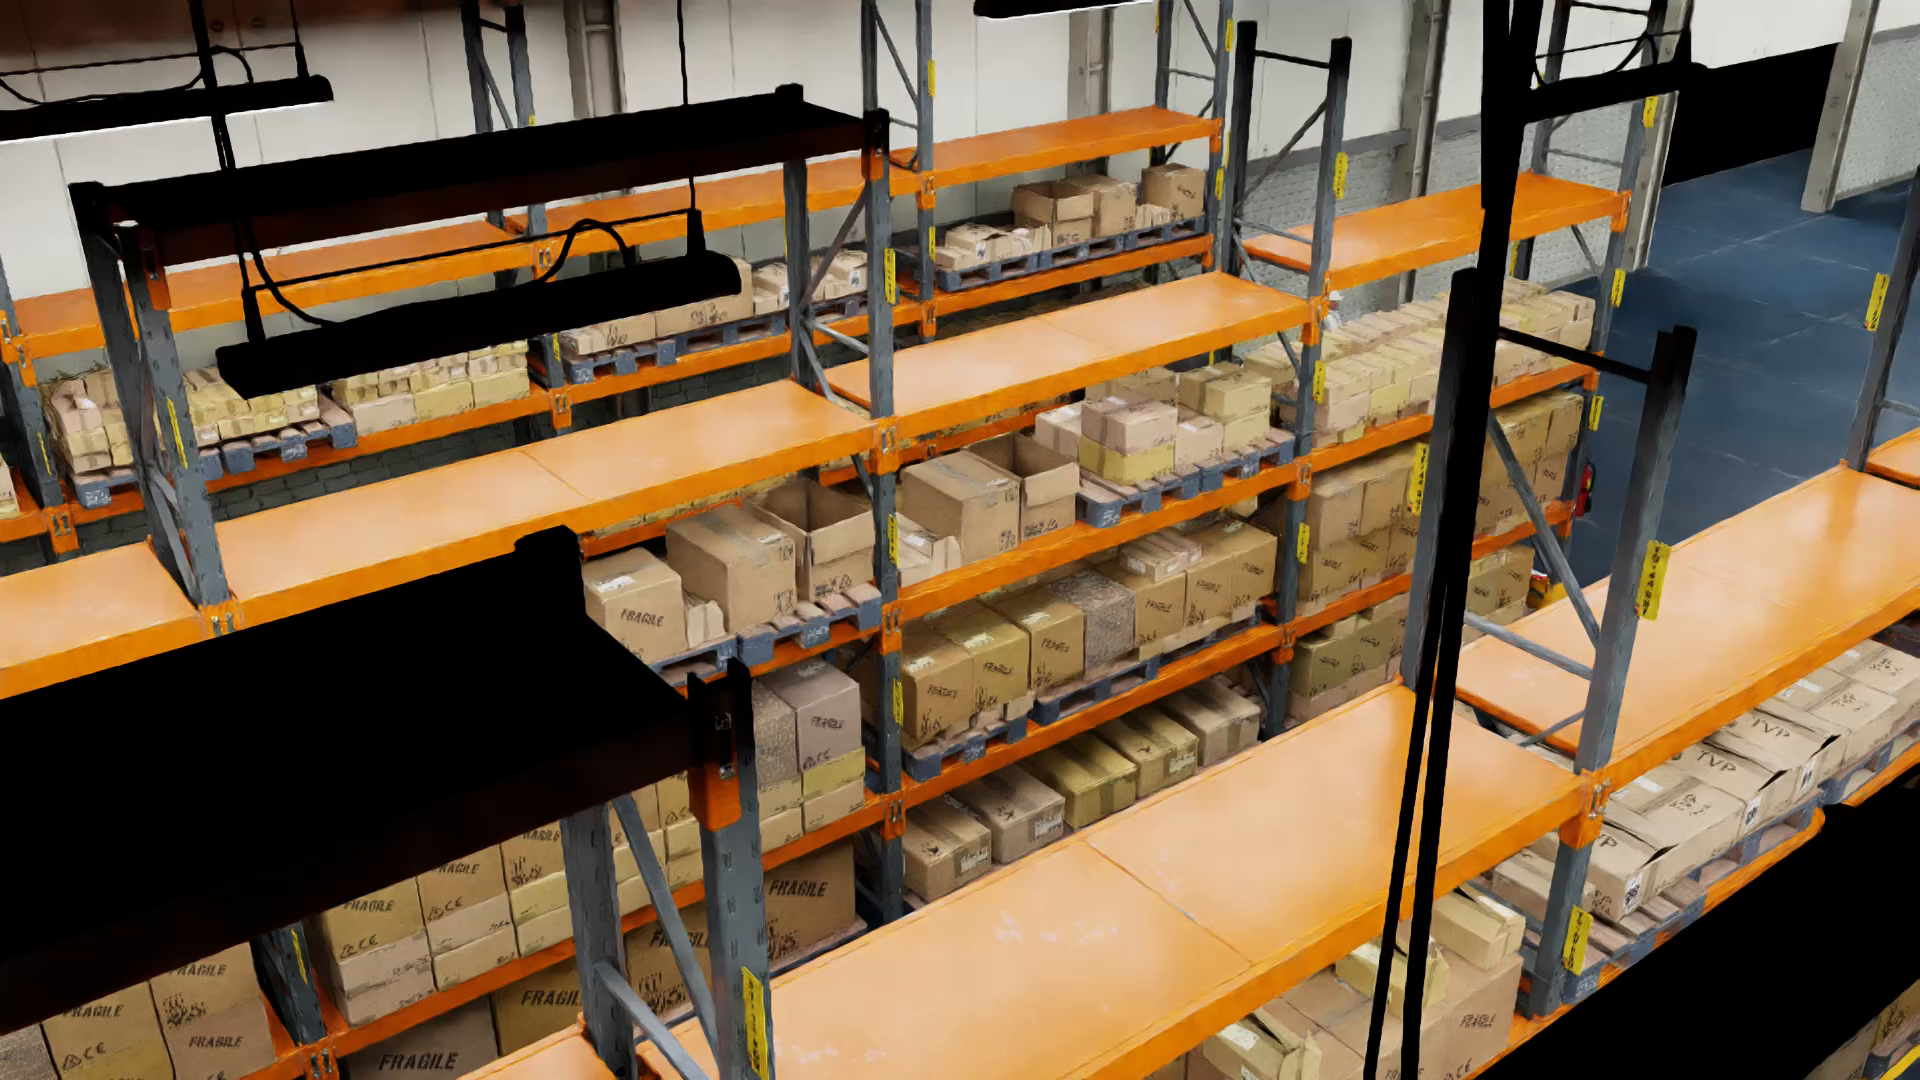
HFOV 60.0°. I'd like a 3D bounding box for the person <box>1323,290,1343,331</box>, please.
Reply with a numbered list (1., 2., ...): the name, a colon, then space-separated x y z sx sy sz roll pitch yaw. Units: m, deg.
1. person: 4.525 -2.377 20.983 0.536 1.765 0.628 12 28 23
